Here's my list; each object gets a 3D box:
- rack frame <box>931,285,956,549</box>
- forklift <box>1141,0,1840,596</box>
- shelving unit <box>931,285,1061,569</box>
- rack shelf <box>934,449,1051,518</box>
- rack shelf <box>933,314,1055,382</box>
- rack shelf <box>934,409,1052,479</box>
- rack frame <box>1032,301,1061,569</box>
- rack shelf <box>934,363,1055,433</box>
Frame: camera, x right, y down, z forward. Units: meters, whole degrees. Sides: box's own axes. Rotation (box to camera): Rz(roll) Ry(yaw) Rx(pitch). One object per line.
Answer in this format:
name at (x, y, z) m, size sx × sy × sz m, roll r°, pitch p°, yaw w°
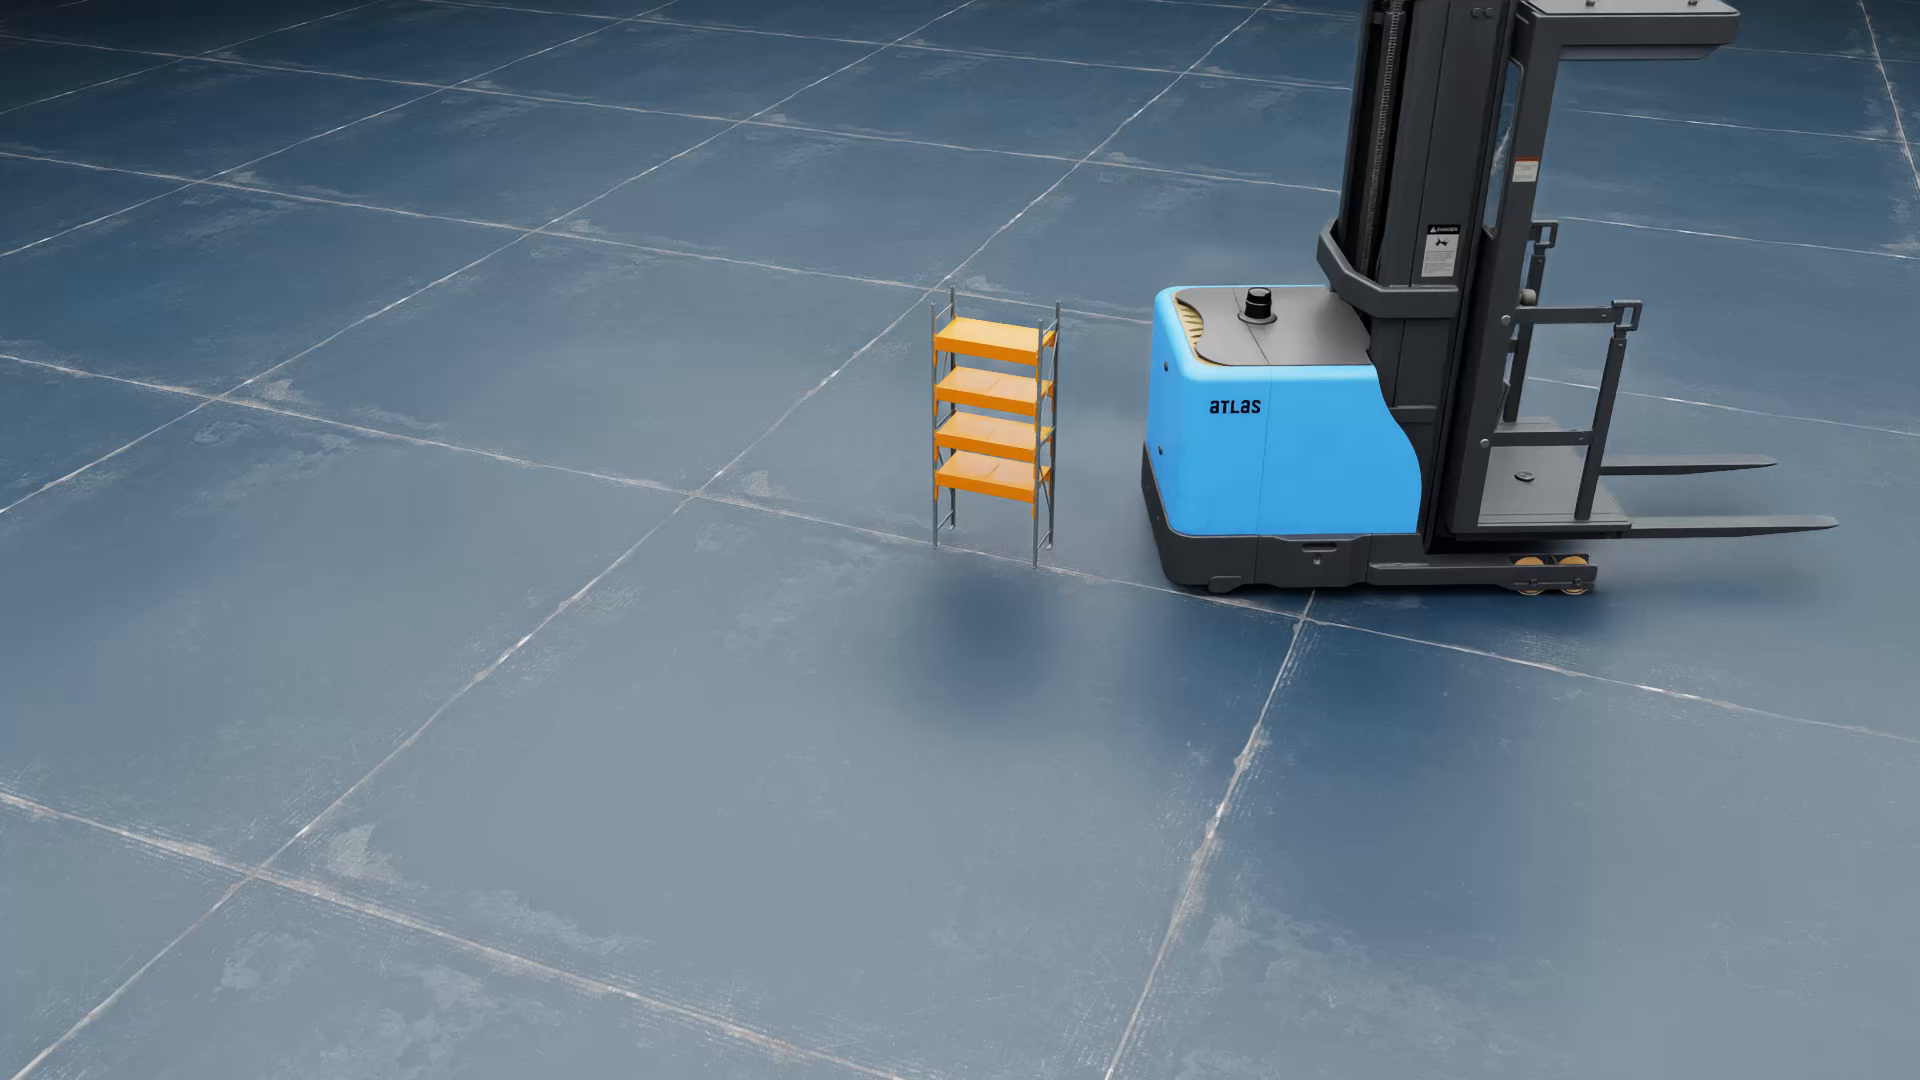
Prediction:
rack frame at (-0.073, -0.537, 7.480) m, size 0.015 × 1.200 × 0.240 m, roll 11°, pitch 31°, yaw 19°
forklift at (2.405, -1.293, 7.060) m, size 3.031 × 2.935 × 1.130 m, roll -1°, pitch 29°, yaw -1°
shelving unit at (0.153, -0.492, 7.401) m, size 0.503 × 1.200 × 0.258 m, roll 11°, pitch 31°, yaw 19°
rack shelf at (0.153, -0.260, 7.531) m, size 0.480 × 0.148 × 0.258 m, roll 11°, pitch 31°, yaw 19°
rack shelf at (0.153, -0.834, 7.207) m, size 0.480 × 0.148 × 0.258 m, roll 11°, pitch 31°, yaw 19°
rack shelf at (0.153, -0.433, 7.434) m, size 0.480 × 0.148 × 0.258 m, roll 11°, pitch 31°, yaw 19°
rack frame at (0.379, -0.447, 7.321) m, size 0.015 × 1.200 × 0.240 m, roll 11°, pitch 31°, yaw 19°
rack shelf at (0.153, -0.628, 7.324) m, size 0.480 × 0.148 × 0.258 m, roll 11°, pitch 31°, yaw 19°
